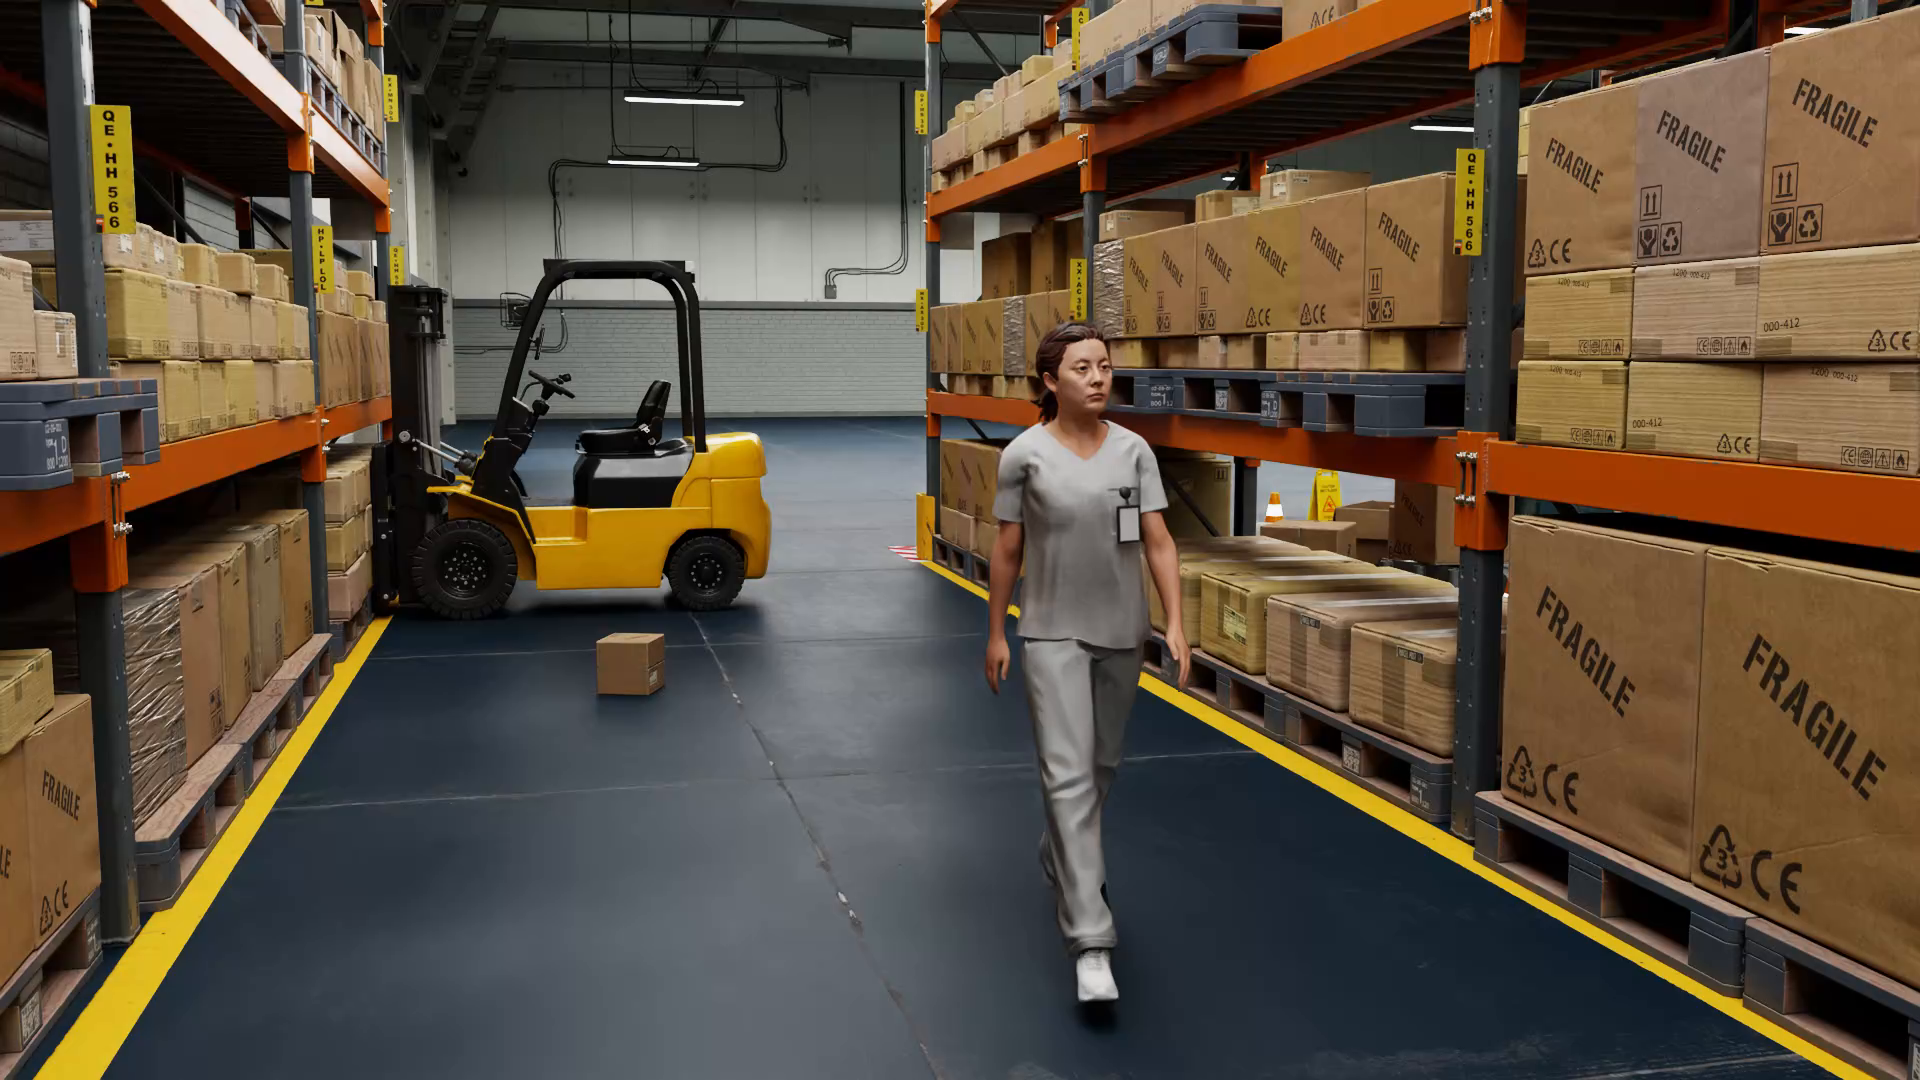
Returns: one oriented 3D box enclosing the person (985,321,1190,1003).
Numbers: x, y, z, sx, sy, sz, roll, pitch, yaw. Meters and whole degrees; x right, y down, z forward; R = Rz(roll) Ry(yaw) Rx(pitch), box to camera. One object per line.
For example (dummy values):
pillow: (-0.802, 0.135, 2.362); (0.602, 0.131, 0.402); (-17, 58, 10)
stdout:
person: (0.337, 0.255, 4.258); (0.457, 1.620, 0.965); (-2, 6, -17)
